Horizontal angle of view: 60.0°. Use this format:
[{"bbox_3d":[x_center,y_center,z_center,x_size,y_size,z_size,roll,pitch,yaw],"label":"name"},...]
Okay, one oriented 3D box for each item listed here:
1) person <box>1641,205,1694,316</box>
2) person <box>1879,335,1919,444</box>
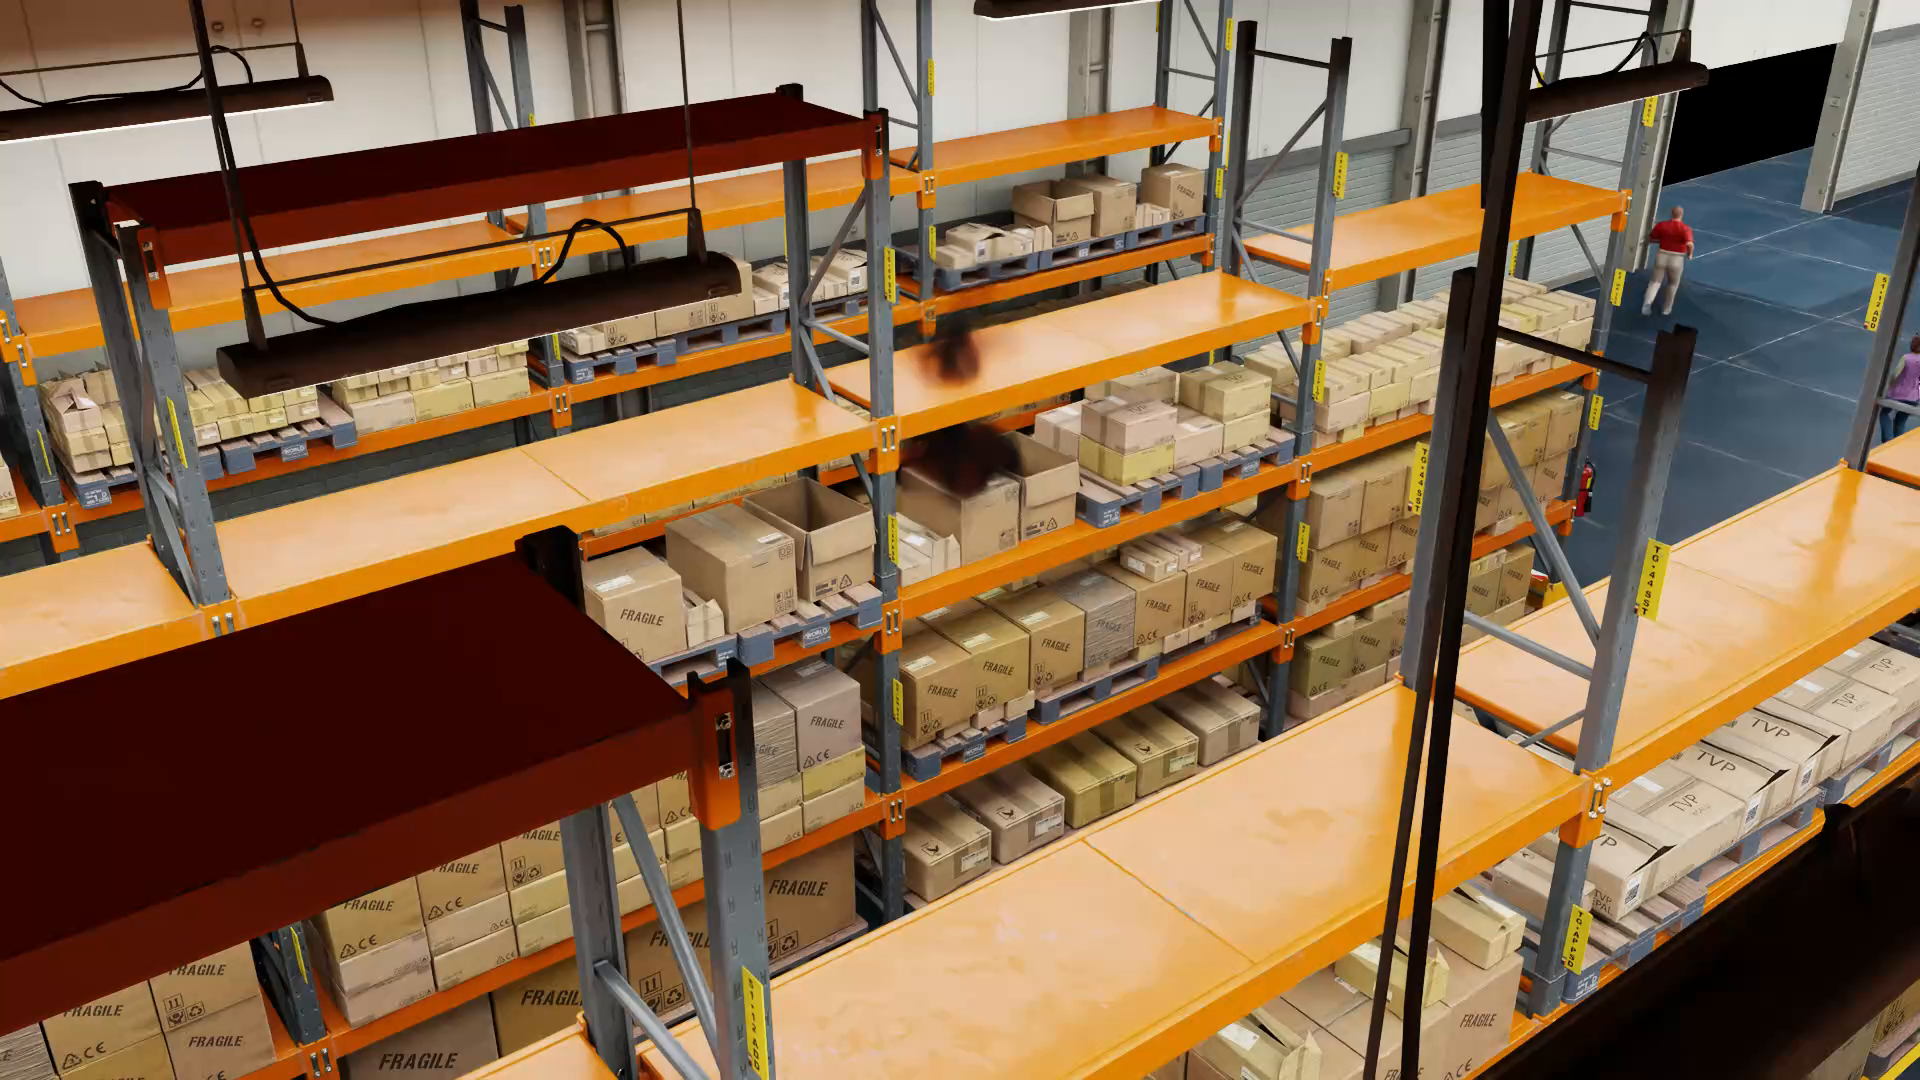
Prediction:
[{"bbox_3d":[10.461,-4.107,24.555,0.676,1.696,0.907,18,31,32],"label":"person"},{"bbox_3d":[11.226,-1.730,19.841,0.522,1.559,0.555,4,26,8],"label":"person"}]
